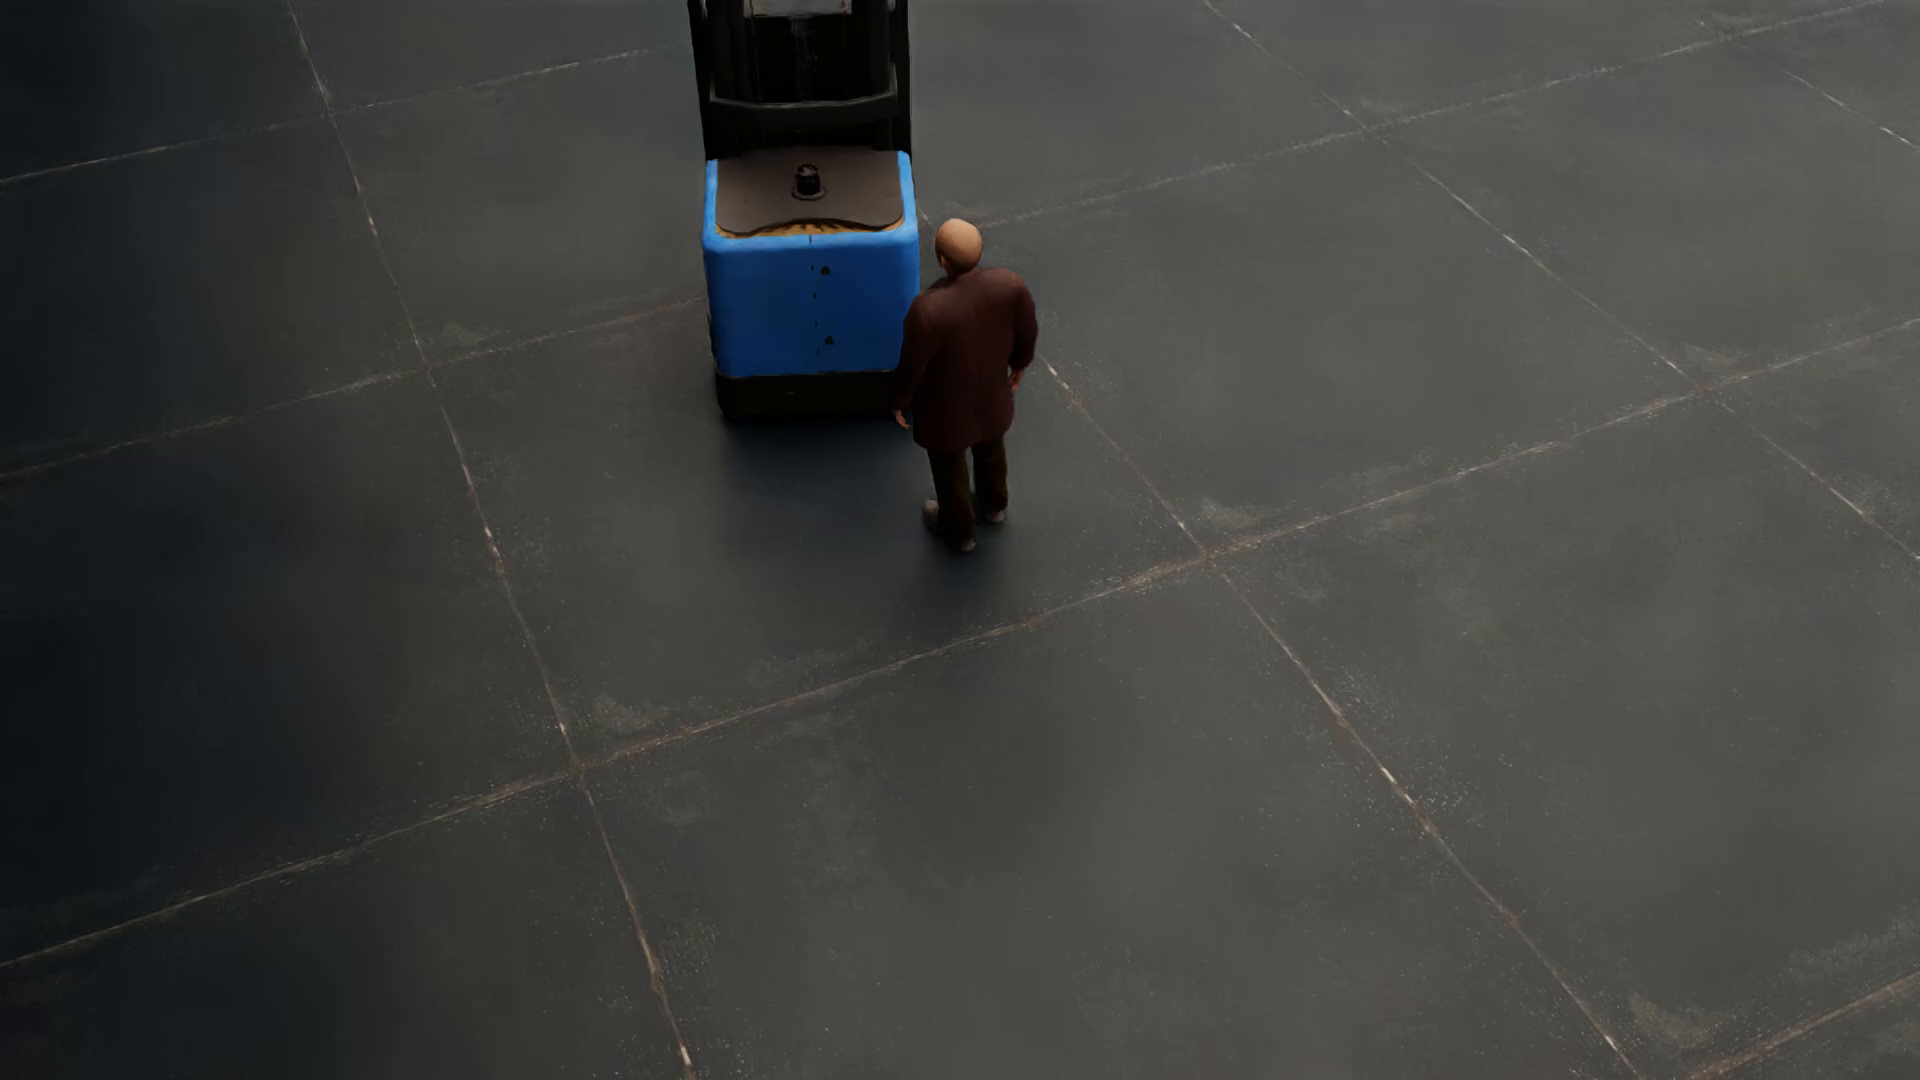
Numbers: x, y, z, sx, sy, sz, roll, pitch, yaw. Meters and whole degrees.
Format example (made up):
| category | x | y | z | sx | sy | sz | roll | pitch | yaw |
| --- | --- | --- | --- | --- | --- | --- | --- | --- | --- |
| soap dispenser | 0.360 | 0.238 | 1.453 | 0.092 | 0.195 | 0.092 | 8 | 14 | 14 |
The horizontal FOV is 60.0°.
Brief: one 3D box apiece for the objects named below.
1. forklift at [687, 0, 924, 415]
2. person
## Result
| category | x | y | z | sx | sy | sz | roll | pitch | yaw |
| --- | --- | --- | --- | --- | --- | --- | --- | --- | --- |
| forklift | -0.823 | -2.701 | 8.575 | 1.130 | 2.935 | 3.031 | -3 | 43 | -4 |
| person | -0.034 | -0.713 | 7.279 | 0.694 | 1.776 | 0.580 | -18 | 46 | -18 |
